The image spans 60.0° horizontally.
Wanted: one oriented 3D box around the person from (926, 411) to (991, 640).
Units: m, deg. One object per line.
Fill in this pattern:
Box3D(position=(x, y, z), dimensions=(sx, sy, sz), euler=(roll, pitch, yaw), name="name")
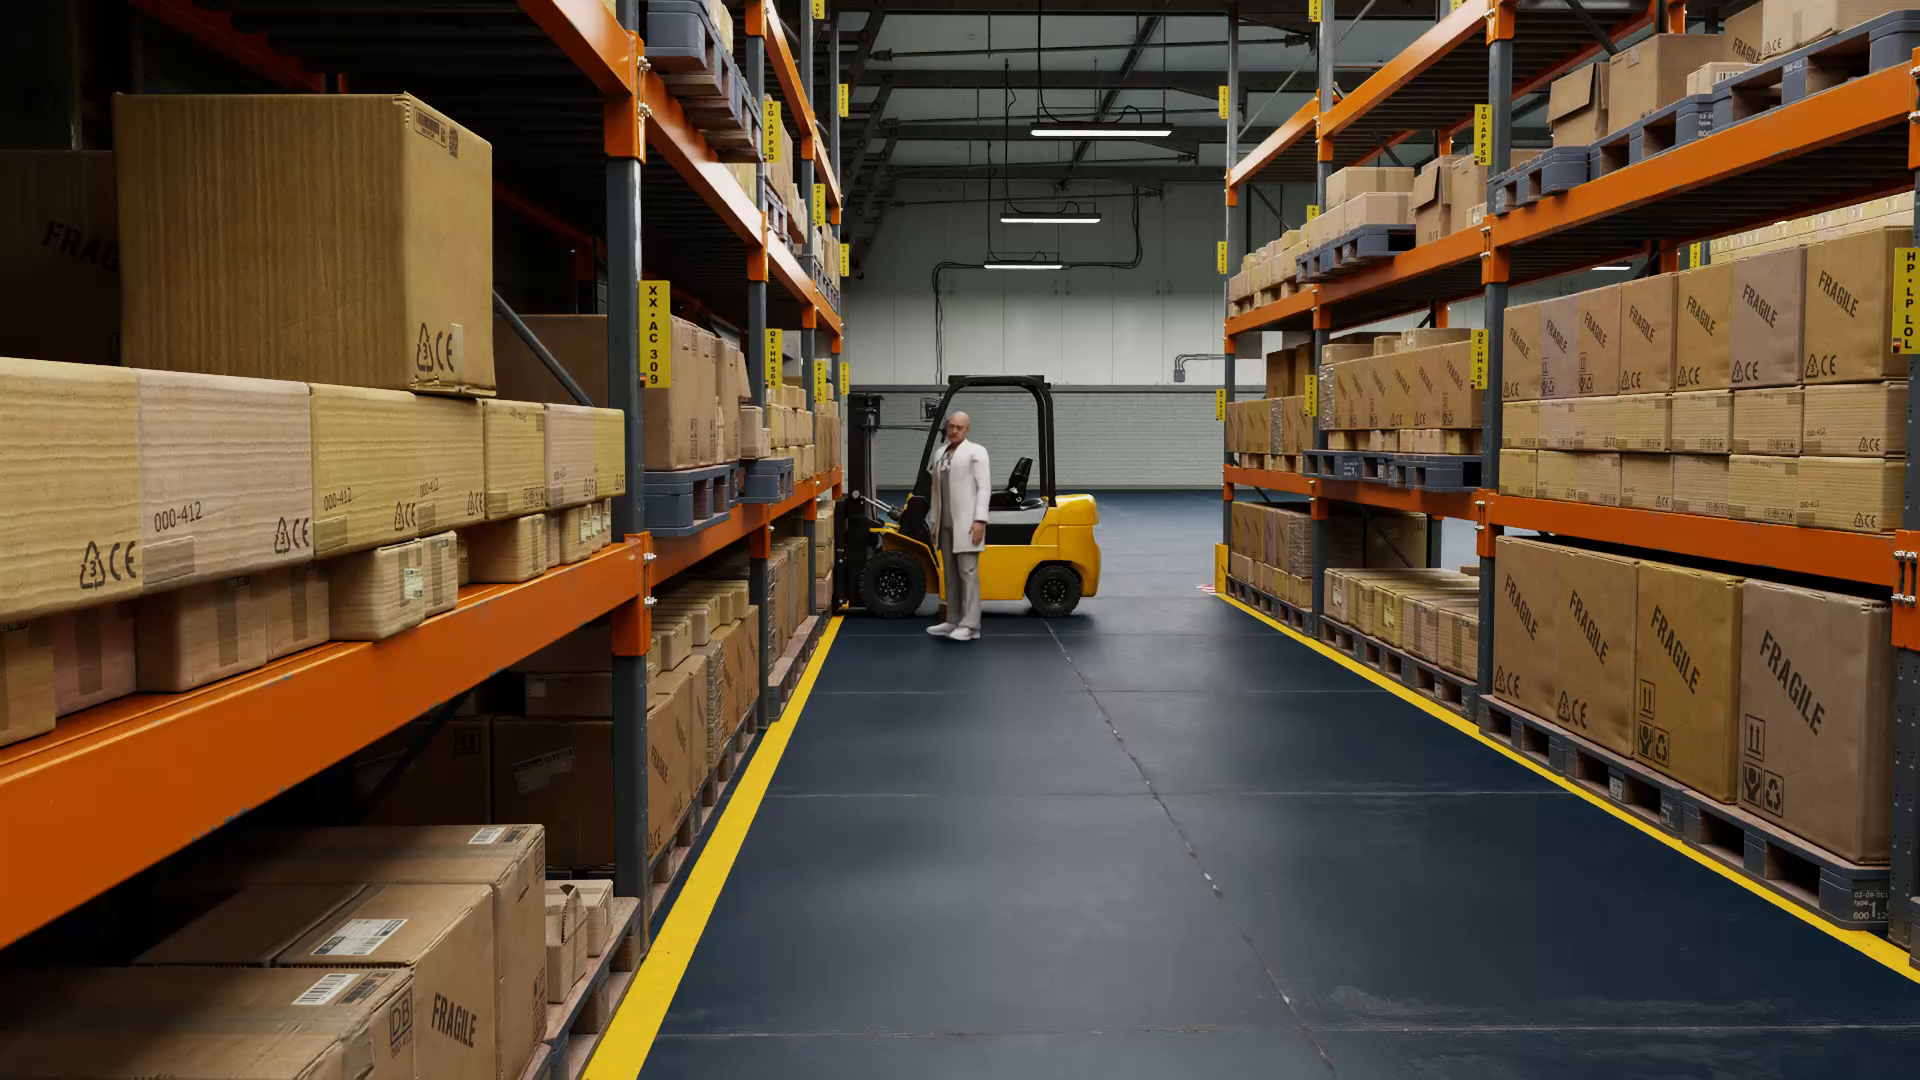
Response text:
Box3D(position=(-0.026, -0.116, 13.058), dimensions=(0.494, 1.781, 0.625), euler=(-3, 5, -43), name="person")
